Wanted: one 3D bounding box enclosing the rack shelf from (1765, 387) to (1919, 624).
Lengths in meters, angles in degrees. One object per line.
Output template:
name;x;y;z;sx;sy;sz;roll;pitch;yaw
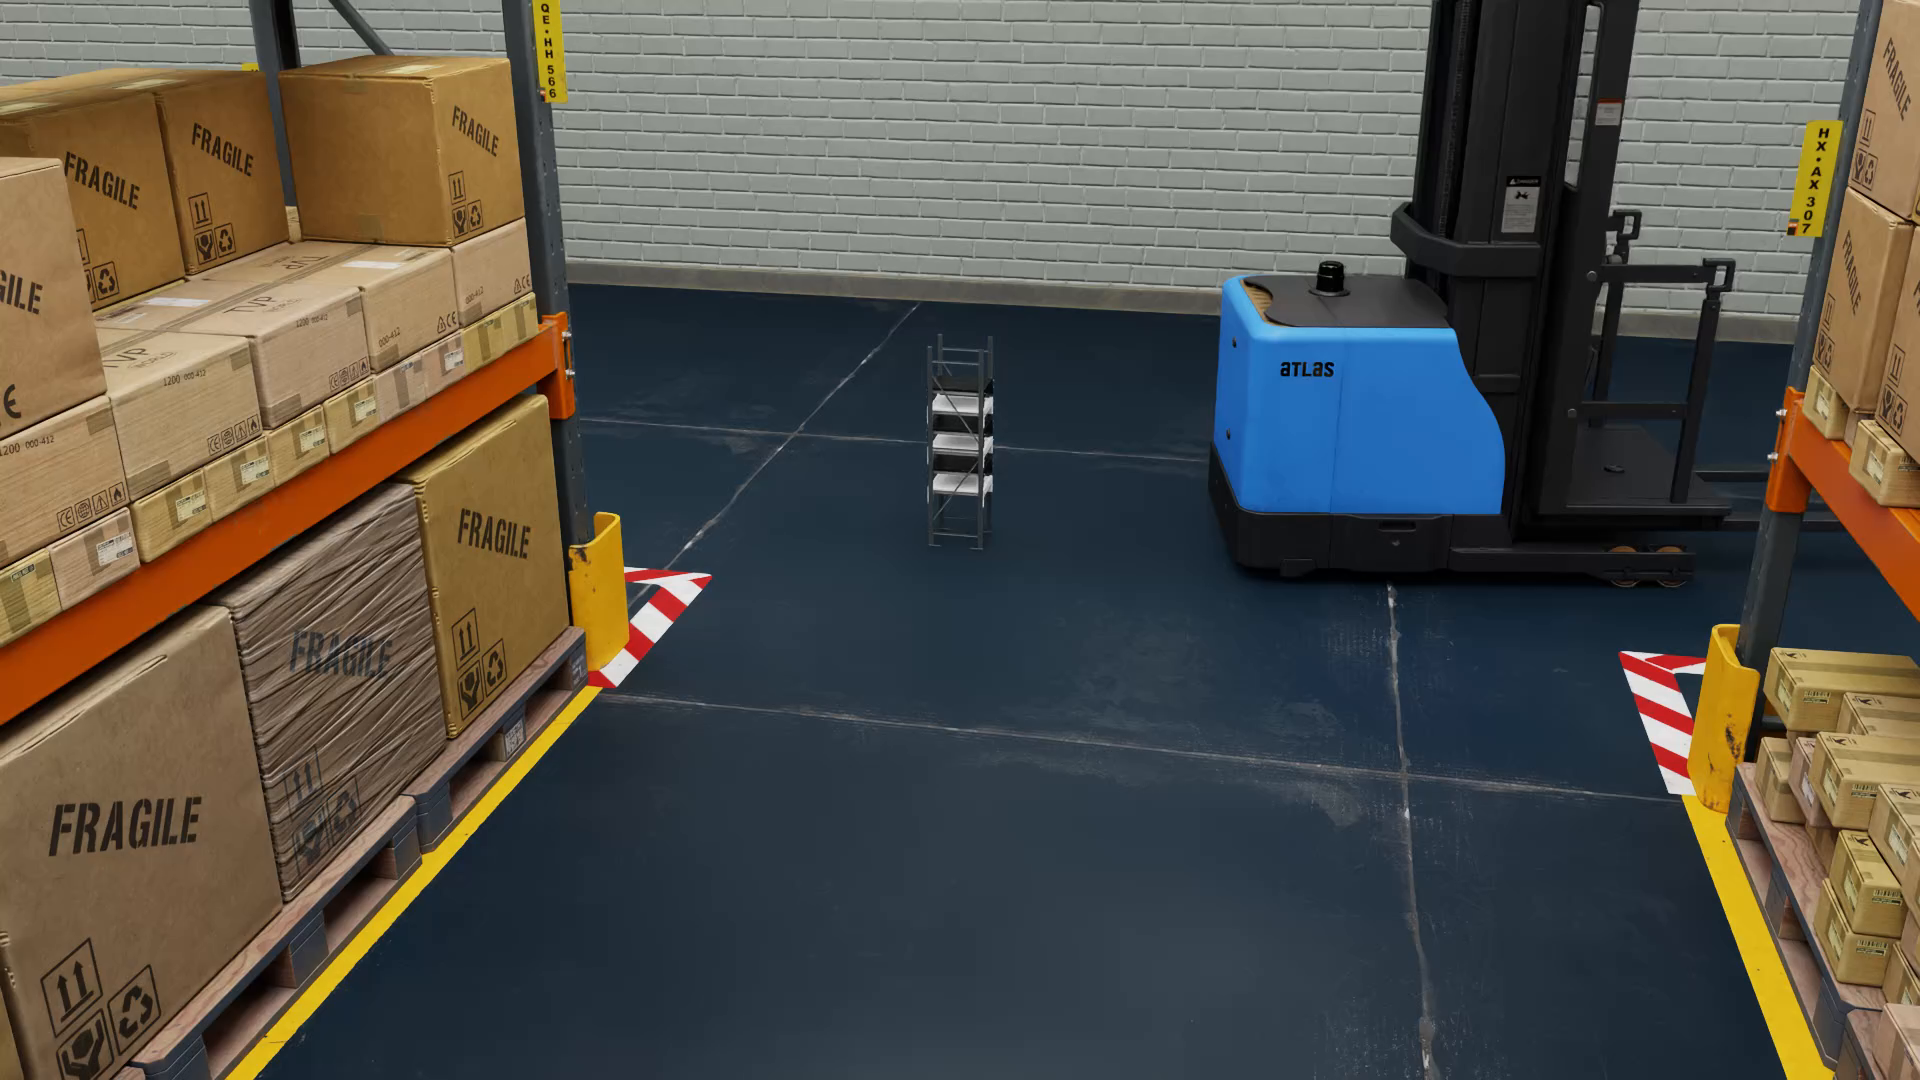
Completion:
rack shelf;2.555;0.483;3.103;1.077;0.370;4.000;4;22;11

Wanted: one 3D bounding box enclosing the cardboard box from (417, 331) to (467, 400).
cardboard box;-1.726;-0.538;5.012;0.380;0.149;0.250;5;22;11

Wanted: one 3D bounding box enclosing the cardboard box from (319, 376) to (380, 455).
cardboard box;-1.829;-0.352;4.549;0.380;0.149;0.250;4;22;10

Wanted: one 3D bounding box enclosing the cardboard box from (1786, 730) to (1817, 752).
cardboard box;2.605;0.579;4.756;0.380;0.149;0.250;5;23;13

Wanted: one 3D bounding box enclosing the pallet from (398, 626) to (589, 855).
pallet;-1.958;0.594;5.596;1.003;0.211;1.213;4;22;11

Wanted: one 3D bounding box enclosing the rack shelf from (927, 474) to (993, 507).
rack shelf;0.002;-0.223;7.273;0.258;0.077;0.200;4;22;11

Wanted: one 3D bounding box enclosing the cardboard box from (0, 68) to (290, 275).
cardboard box;-2.336;-1.076;4.809;0.500;0.500;0.500;4;22;10

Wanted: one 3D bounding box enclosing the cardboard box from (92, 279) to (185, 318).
cardboard box;-2.440;-0.537;4.474;0.500;0.250;0.500;4;22;9

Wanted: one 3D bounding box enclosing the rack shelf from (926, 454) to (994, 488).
rack shelf;0.002;-0.306;7.239;0.258;0.077;0.200;4;22;11

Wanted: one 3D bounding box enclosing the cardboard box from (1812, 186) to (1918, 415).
cardboard box;2.601;-0.624;4.355;0.500;0.500;0.500;6;23;13

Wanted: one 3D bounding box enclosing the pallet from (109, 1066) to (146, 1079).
pallet;-2.456;1.487;3.380;1.003;0.211;1.213;4;22;11

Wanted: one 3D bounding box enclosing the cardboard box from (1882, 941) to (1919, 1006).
cardboard box;2.408;1.091;3.883;0.380;0.149;0.250;5;22;11

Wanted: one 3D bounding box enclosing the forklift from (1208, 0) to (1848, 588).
forklift;2.664;-1.364;6.818;3.031;2.935;1.130;0;22;1

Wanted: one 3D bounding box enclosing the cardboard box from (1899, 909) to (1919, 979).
cardboard box;2.411;0.961;3.808;0.380;0.149;0.250;3;22;8

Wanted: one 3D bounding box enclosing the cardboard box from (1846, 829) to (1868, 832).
cardboard box;2.531;0.771;4.279;0.380;0.149;0.250;5;22;12

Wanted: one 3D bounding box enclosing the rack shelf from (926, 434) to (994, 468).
rack shelf;0.002;-0.389;7.205;0.258;0.077;0.200;4;22;11

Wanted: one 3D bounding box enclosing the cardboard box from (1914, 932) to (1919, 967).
cardboard box;2.275;0.918;3.518;0.380;0.149;0.250;5;22;12

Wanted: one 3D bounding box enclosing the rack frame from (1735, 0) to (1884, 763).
rack frame;2.963;-0.583;4.785;1.000;3.000;0.127;4;22;11

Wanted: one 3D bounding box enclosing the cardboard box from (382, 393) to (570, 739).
cardboard box;-1.924;0.033;5.538;0.875;0.875;0.875;4;22;11

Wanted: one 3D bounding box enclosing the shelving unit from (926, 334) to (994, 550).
shelving unit;0.002;-0.420;7.193;0.258;0.900;0.210;4;22;11

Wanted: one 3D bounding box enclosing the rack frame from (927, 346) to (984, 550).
rack frame;-0.019;-0.383;7.101;0.240;0.900;0.006;4;22;11

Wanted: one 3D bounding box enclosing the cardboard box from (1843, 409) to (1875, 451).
cardboard box;2.565;-0.276;4.361;0.380;0.149;0.250;5;23;13

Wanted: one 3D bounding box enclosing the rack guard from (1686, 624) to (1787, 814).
rack guard;2.948;0.605;5.183;1.175;0.500;0.348;4;22;11

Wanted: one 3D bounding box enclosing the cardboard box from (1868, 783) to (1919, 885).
cardboard box;2.439;0.724;3.998;0.380;0.149;0.250;3;22;8

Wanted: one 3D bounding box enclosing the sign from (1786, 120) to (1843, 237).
sign;2.432;-1.025;4.726;0.100;0.325;0.005;4;22;11

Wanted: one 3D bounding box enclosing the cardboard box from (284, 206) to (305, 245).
cardboard box;-2.234;-0.911;5.403;0.500;0.250;0.500;4;22;9

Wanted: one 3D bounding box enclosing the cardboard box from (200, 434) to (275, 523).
cardboard box;-1.934;-0.167;4.089;0.380;0.149;0.250;5;22;12

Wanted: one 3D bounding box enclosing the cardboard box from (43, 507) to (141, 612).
cardboard box;-2.038;0.025;3.613;0.380;0.149;0.250;5;22;12

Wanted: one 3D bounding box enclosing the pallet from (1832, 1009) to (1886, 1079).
pallet;2.496;1.478;3.401;1.003;0.211;1.213;4;22;11

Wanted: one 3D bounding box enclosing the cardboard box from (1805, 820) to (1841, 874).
cardboard box;2.570;0.814;4.571;0.380;0.149;0.250;4;22;11

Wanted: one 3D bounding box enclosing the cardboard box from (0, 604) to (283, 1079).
cardboard box;-2.291;0.692;3.903;0.875;0.875;0.875;4;22;11

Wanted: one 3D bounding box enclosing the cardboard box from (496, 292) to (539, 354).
cardboard box;-1.622;-0.726;5.477;0.380;0.149;0.250;5;22;12

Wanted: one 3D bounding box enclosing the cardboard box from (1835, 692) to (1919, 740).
cardboard box;2.585;0.545;4.443;0.380;0.149;0.250;5;22;12

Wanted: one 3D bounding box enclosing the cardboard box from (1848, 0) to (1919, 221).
cardboard box;2.612;-1.087;4.167;0.500;0.500;0.500;4;22;11

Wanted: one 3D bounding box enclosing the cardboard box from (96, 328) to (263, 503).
cardboard box;-2.021;-0.306;3.901;0.500;0.250;0.500;4;22;11

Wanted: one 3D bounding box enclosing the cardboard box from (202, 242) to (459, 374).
cardboard box;-1.815;-0.683;4.837;0.500;0.250;0.500;4;22;10

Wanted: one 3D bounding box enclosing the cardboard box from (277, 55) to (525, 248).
cardboard box;-1.714;-1.216;5.156;0.500;0.500;0.500;5;22;12
